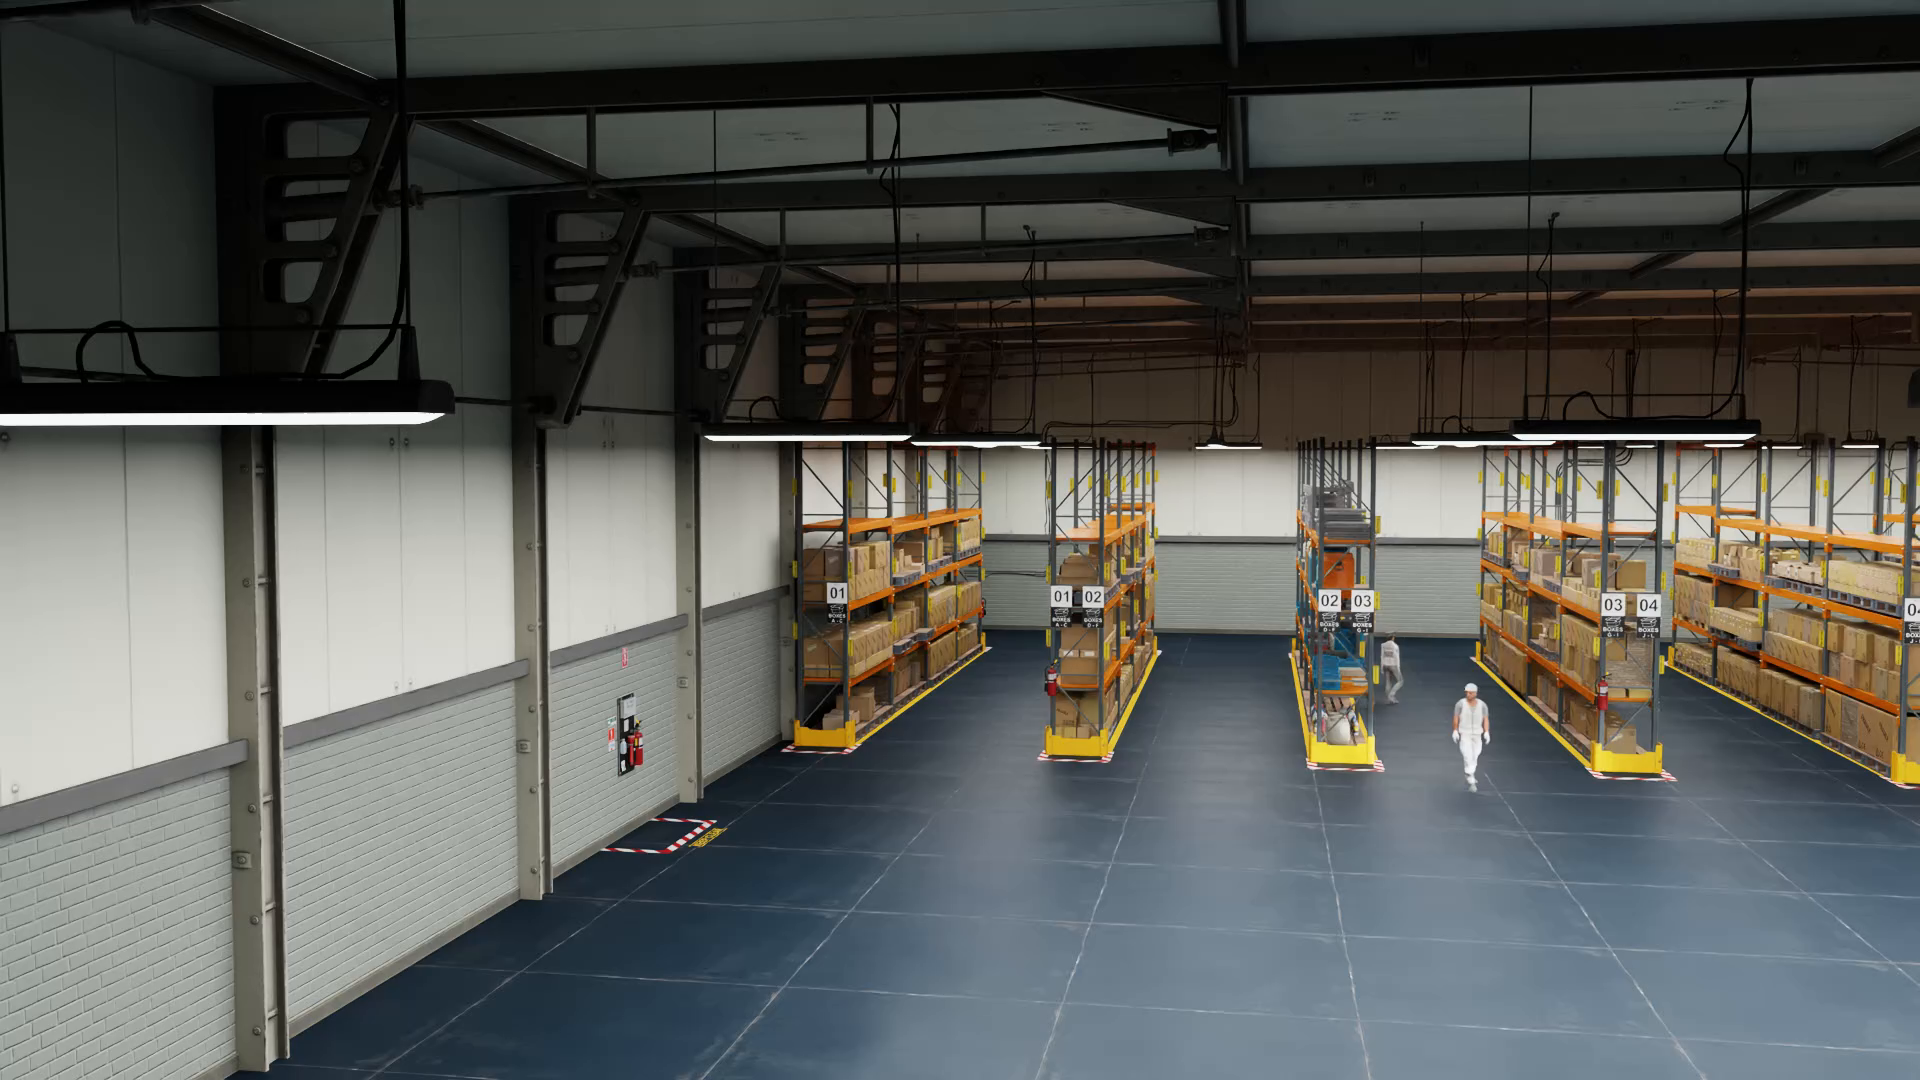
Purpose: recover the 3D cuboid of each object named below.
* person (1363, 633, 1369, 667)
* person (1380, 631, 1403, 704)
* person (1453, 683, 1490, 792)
[{"bbox_3d":[10.627,2.568,44.007,0.507,1.694,0.642,1,3,10],"label":"person"},{"bbox_3d":[9.759,2.901,37.742,0.463,1.663,0.588,-3,4,-40],"label":"person"},{"bbox_3d":[8.718,3.315,28.315,0.561,1.750,0.832,0,3,3],"label":"person"}]
